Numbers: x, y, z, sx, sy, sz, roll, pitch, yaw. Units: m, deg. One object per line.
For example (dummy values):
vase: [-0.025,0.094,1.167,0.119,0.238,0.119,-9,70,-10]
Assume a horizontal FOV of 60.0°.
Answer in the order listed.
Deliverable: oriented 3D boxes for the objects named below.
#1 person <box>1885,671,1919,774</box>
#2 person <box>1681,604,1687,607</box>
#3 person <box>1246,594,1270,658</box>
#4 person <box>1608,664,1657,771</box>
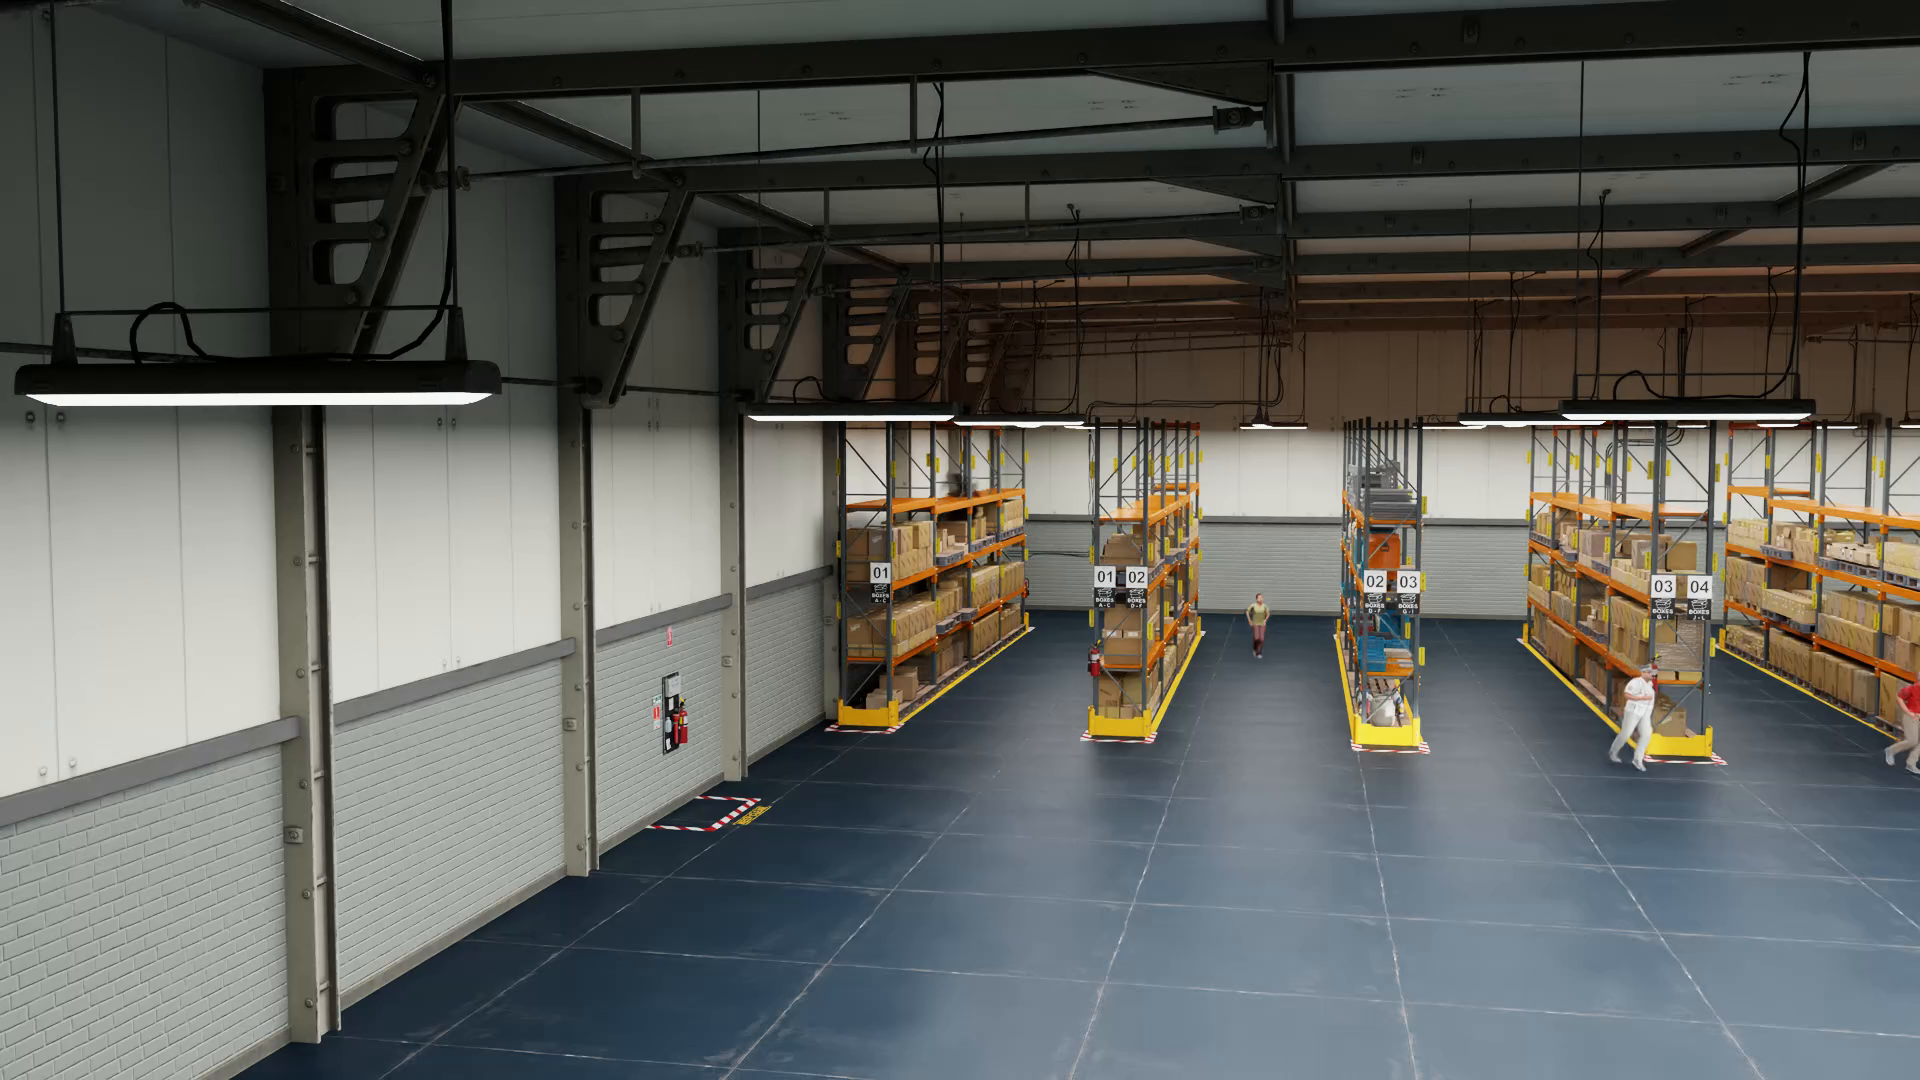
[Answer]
person: [16.190,3.060,28.190,0.693,1.686,0.663,-1,4,-18]
person: [19.374,2.015,44.891,0.692,1.659,0.613,-1,4,-22]
person: [7.555,2.176,42.057,0.581,1.631,0.489,0,4,0]
person: [11.645,3.003,28.531,0.681,1.800,0.812,-1,4,-16]
